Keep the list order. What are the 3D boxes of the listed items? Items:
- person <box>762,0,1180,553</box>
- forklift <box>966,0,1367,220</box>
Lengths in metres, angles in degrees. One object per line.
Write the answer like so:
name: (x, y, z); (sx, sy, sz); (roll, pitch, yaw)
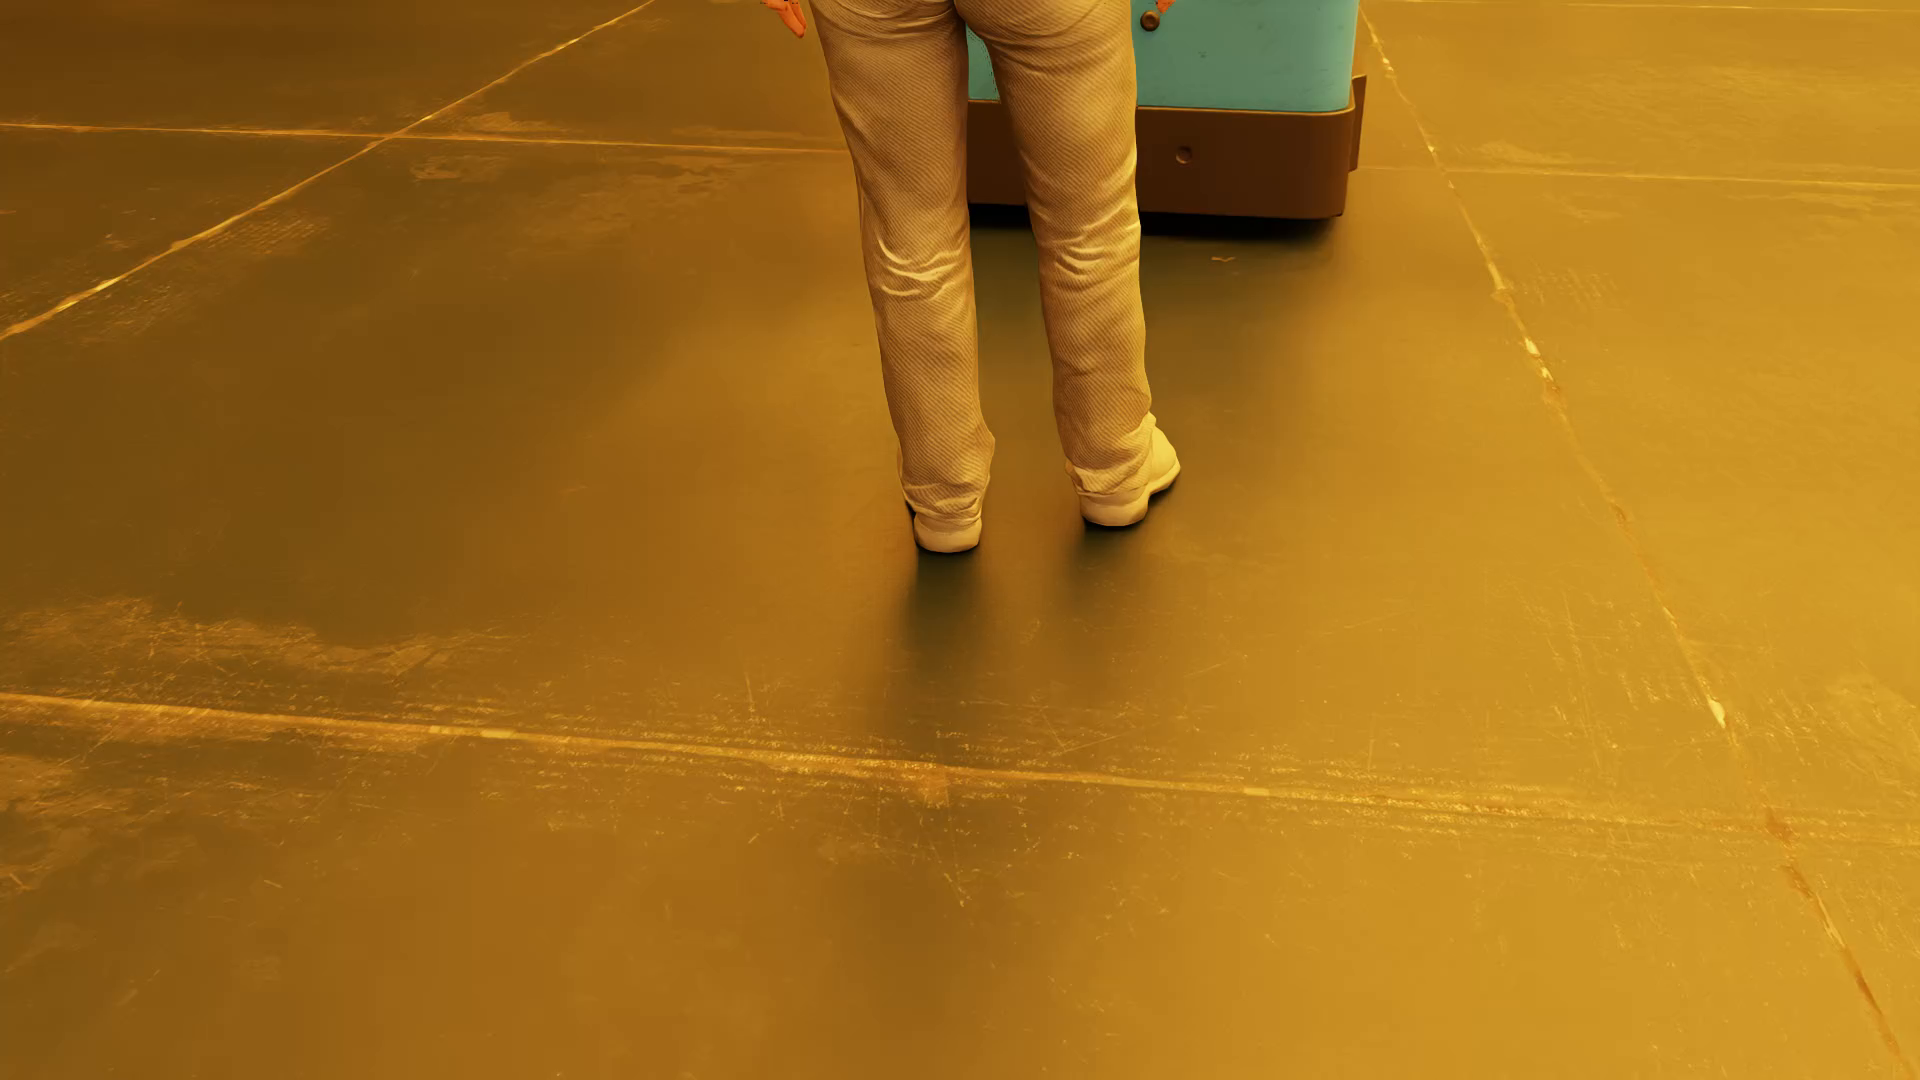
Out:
person: (0.016, -0.828, 2.156); (0.633, 1.775, 0.566); (3, 27, 7)
forklift: (0.640, -2.680, 4.589); (1.130, 2.935, 3.031); (5, 27, 9)
